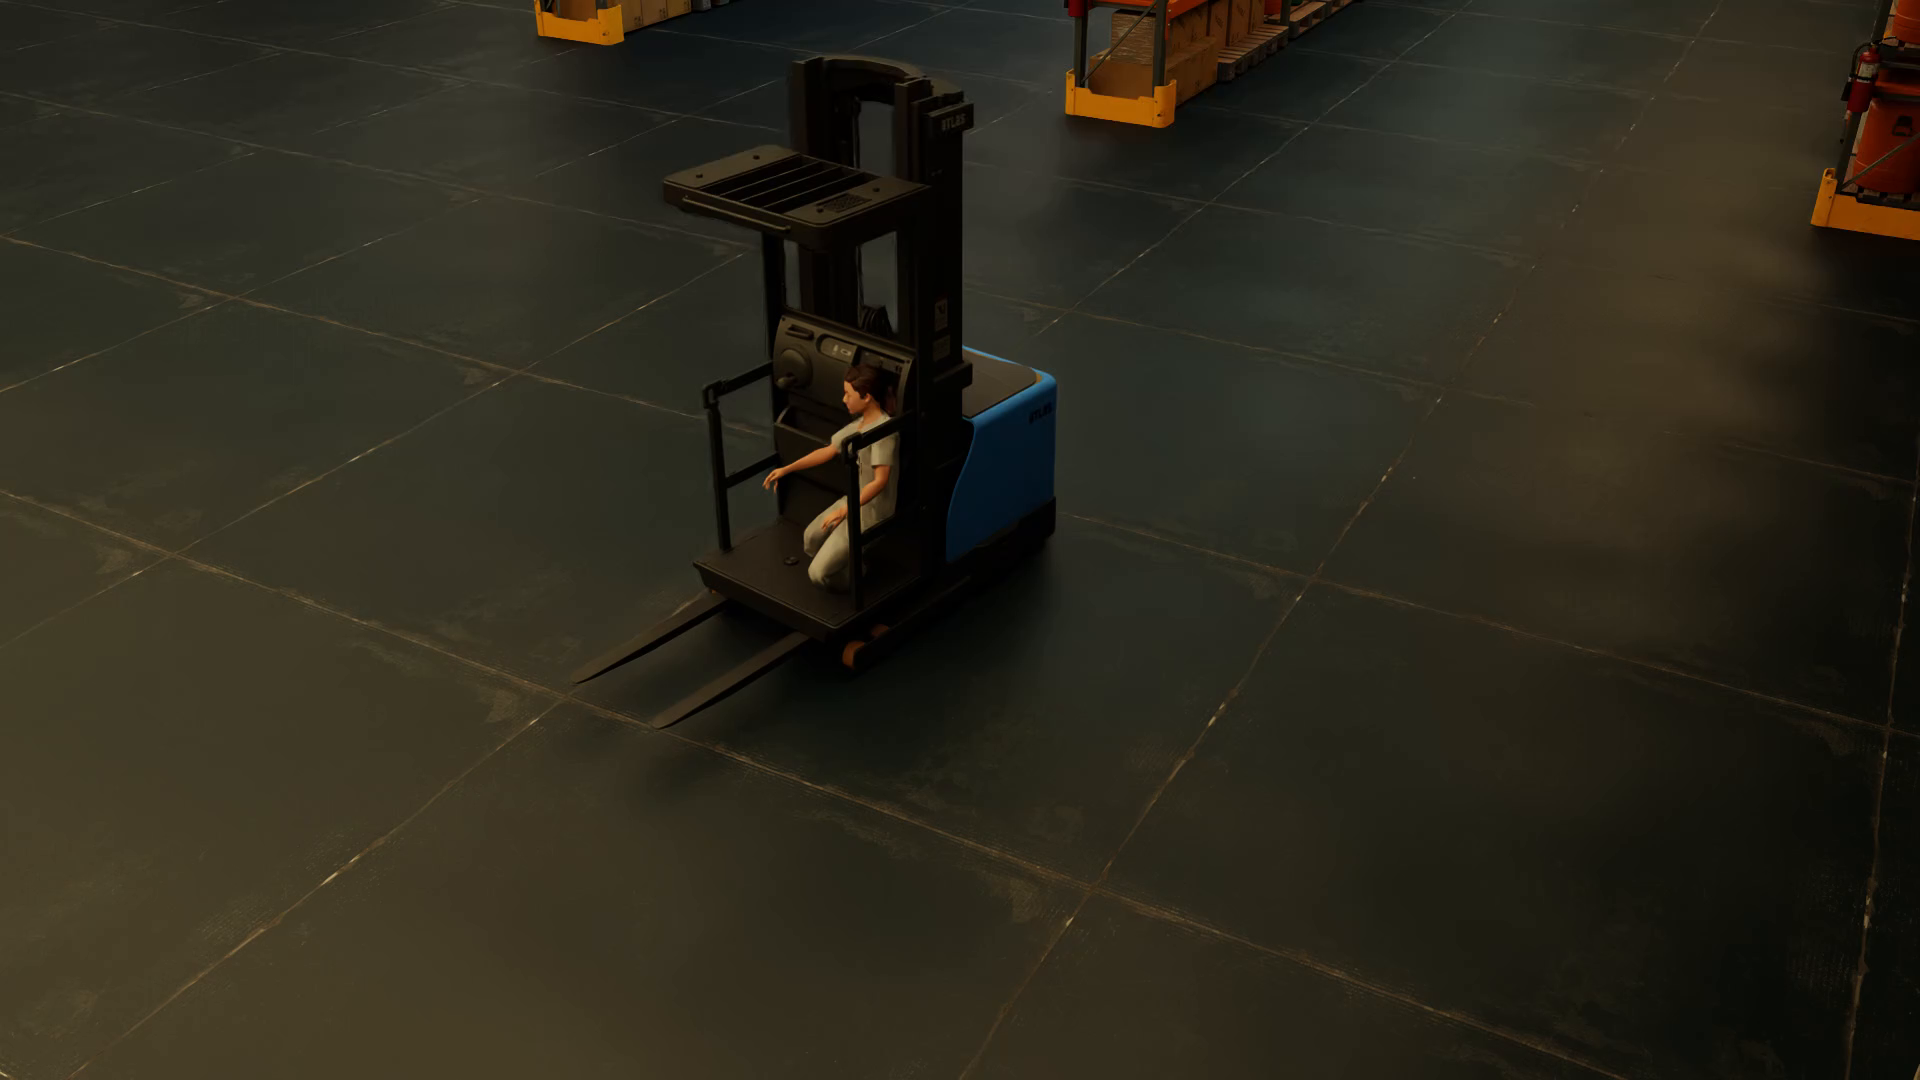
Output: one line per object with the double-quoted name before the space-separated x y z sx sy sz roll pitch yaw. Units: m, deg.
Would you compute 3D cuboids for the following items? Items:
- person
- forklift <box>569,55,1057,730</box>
"person" -0.652 -0.191 8.790 0.730 1.529 0.765 -8 31 -13
"forklift" -0.751 -0.859 8.560 1.130 2.935 3.031 22 37 33
